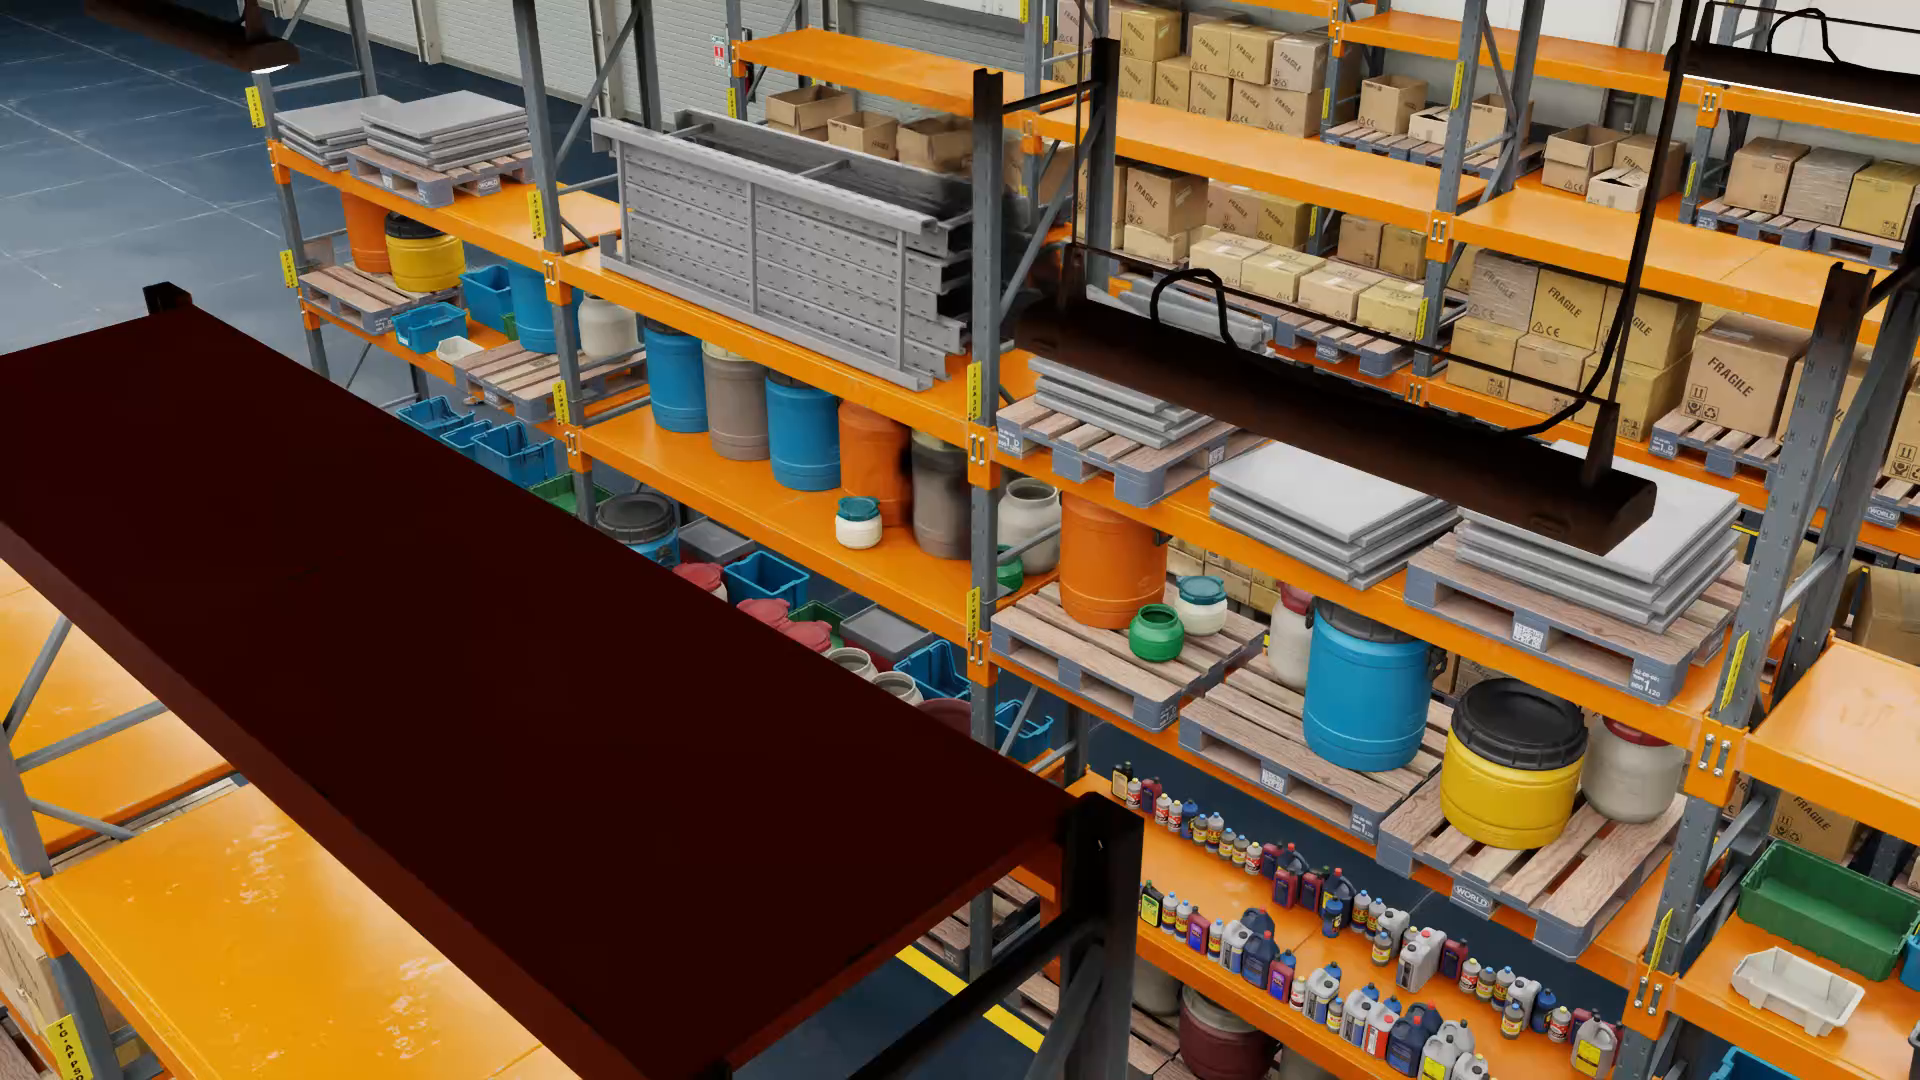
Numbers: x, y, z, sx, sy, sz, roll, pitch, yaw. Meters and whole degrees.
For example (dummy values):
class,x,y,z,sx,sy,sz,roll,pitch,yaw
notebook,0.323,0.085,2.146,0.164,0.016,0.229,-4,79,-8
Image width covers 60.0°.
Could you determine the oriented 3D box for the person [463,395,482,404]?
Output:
class,x,y,z,sx,sy,sz,roll,pitch,yaw
person,-5.664,-2.275,18.593,0.562,1.656,0.561,-10,31,-17
